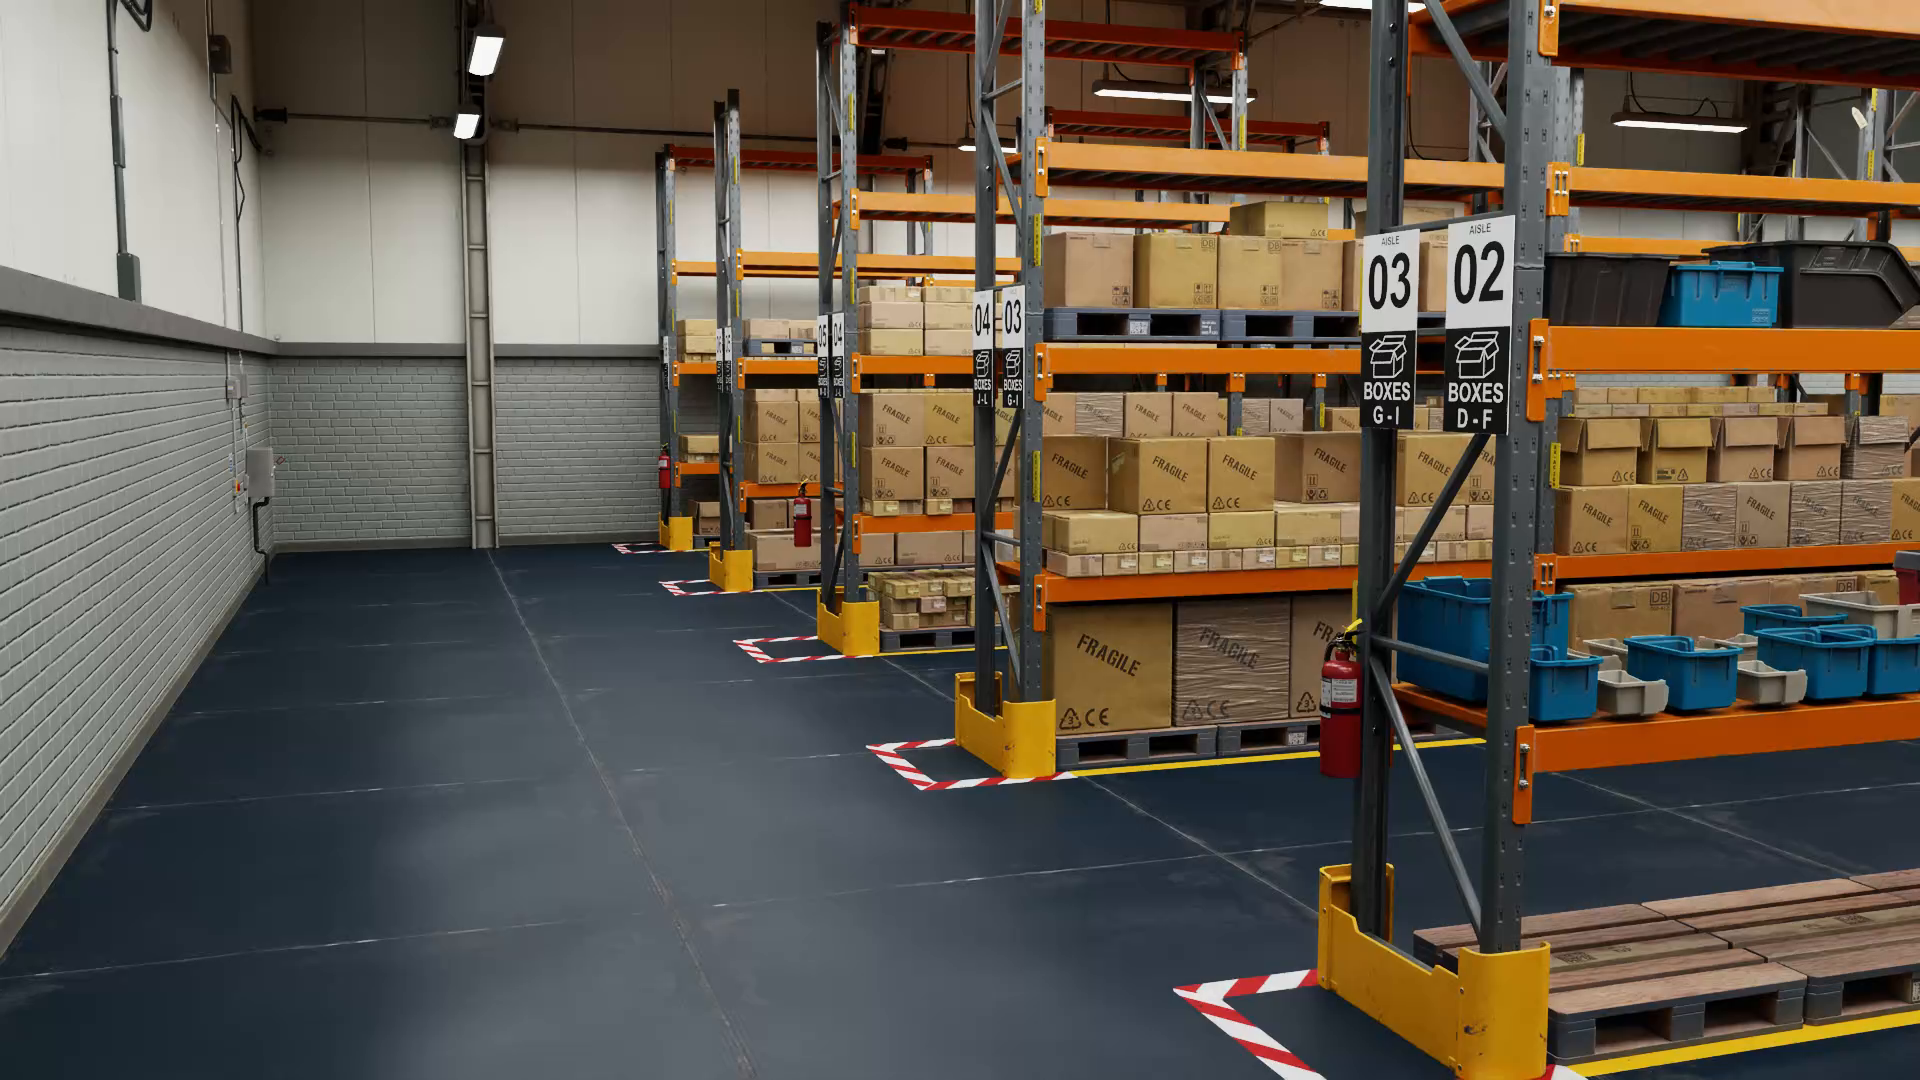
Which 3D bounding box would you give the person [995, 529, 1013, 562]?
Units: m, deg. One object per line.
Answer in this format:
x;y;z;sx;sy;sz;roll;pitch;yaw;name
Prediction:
0.601;-0.186;19.514;0.587;1.763;0.489;-2;6;-20;person
